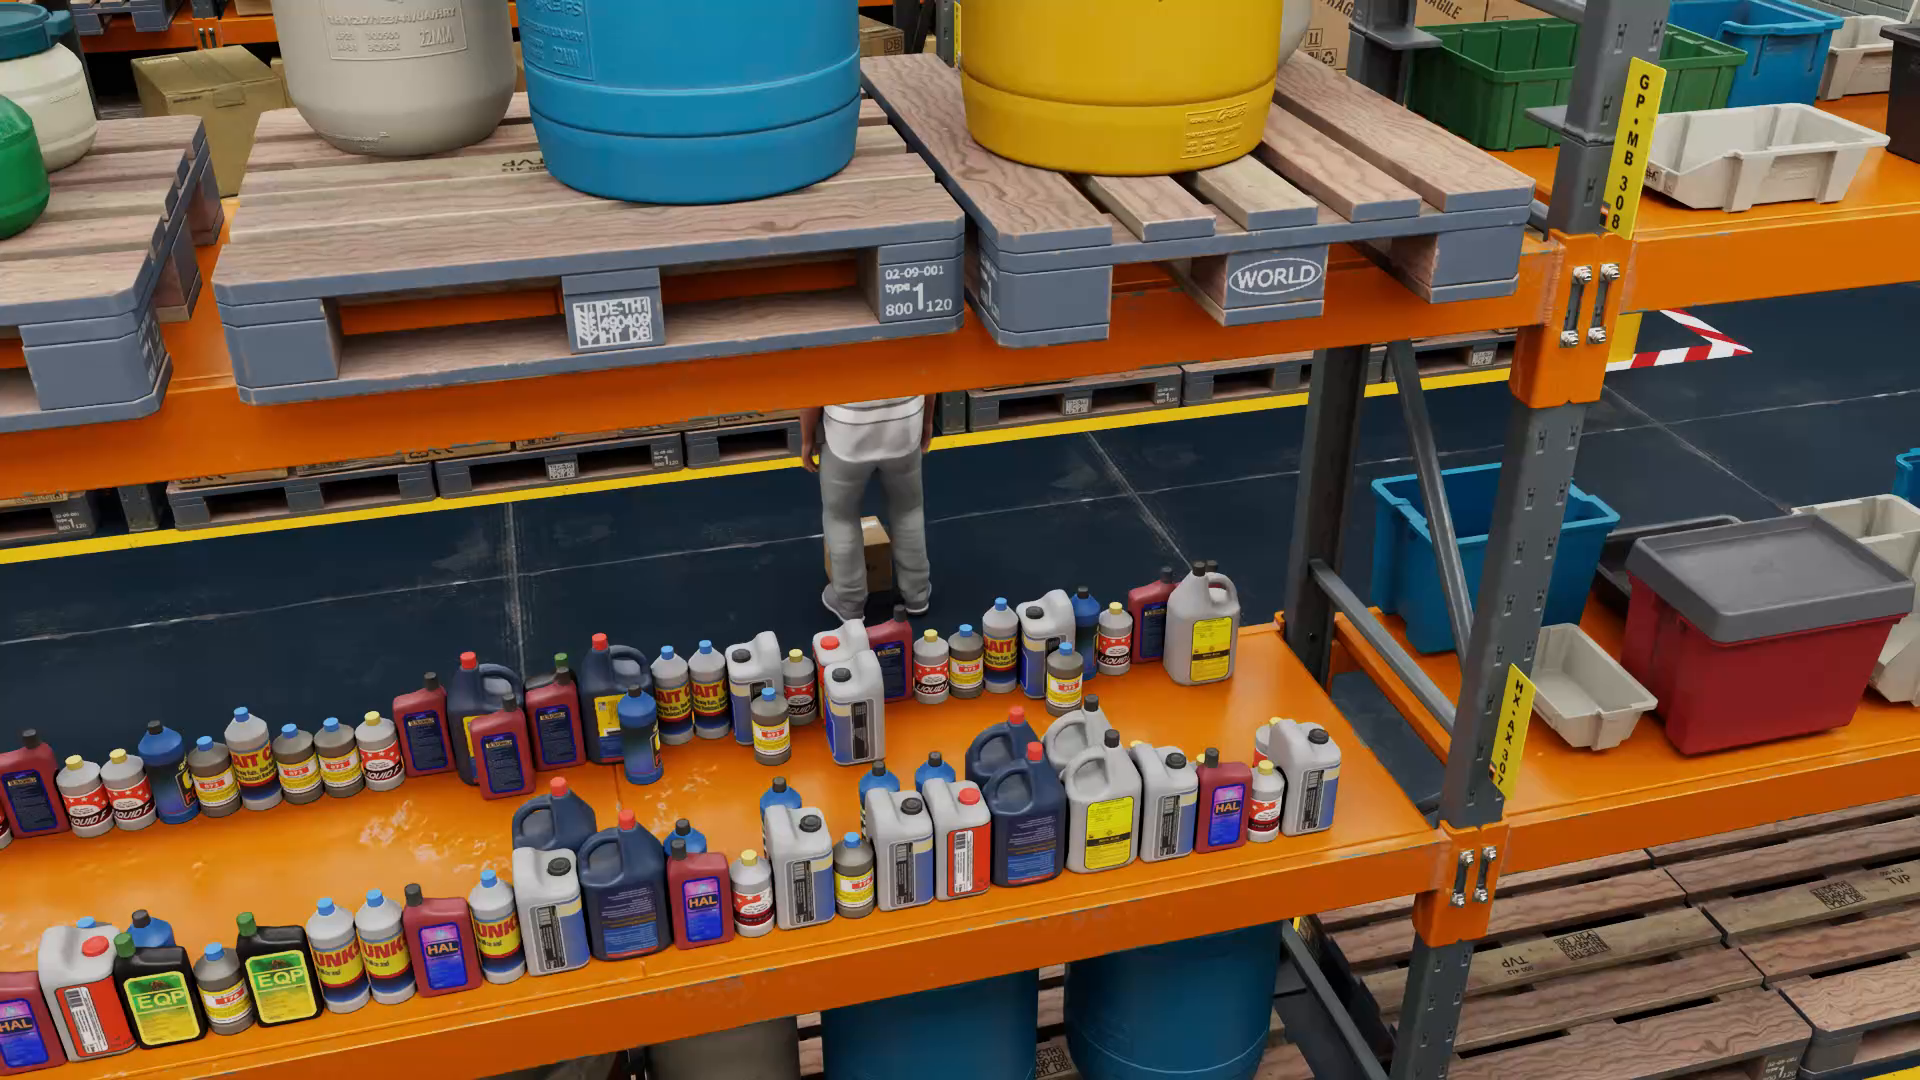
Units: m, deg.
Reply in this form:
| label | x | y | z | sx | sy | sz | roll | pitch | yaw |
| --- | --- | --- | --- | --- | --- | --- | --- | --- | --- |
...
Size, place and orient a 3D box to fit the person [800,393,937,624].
| label | x | y | z | sx | sy | sz | roll | pitch | yaw |
| --- | --- | --- | --- | --- | --- | --- | --- | --- | --- |
| person | -0.375 | -0.441 | 6.885 | 0.588 | 1.746 | 0.436 | -9 | 31 | -15 |
